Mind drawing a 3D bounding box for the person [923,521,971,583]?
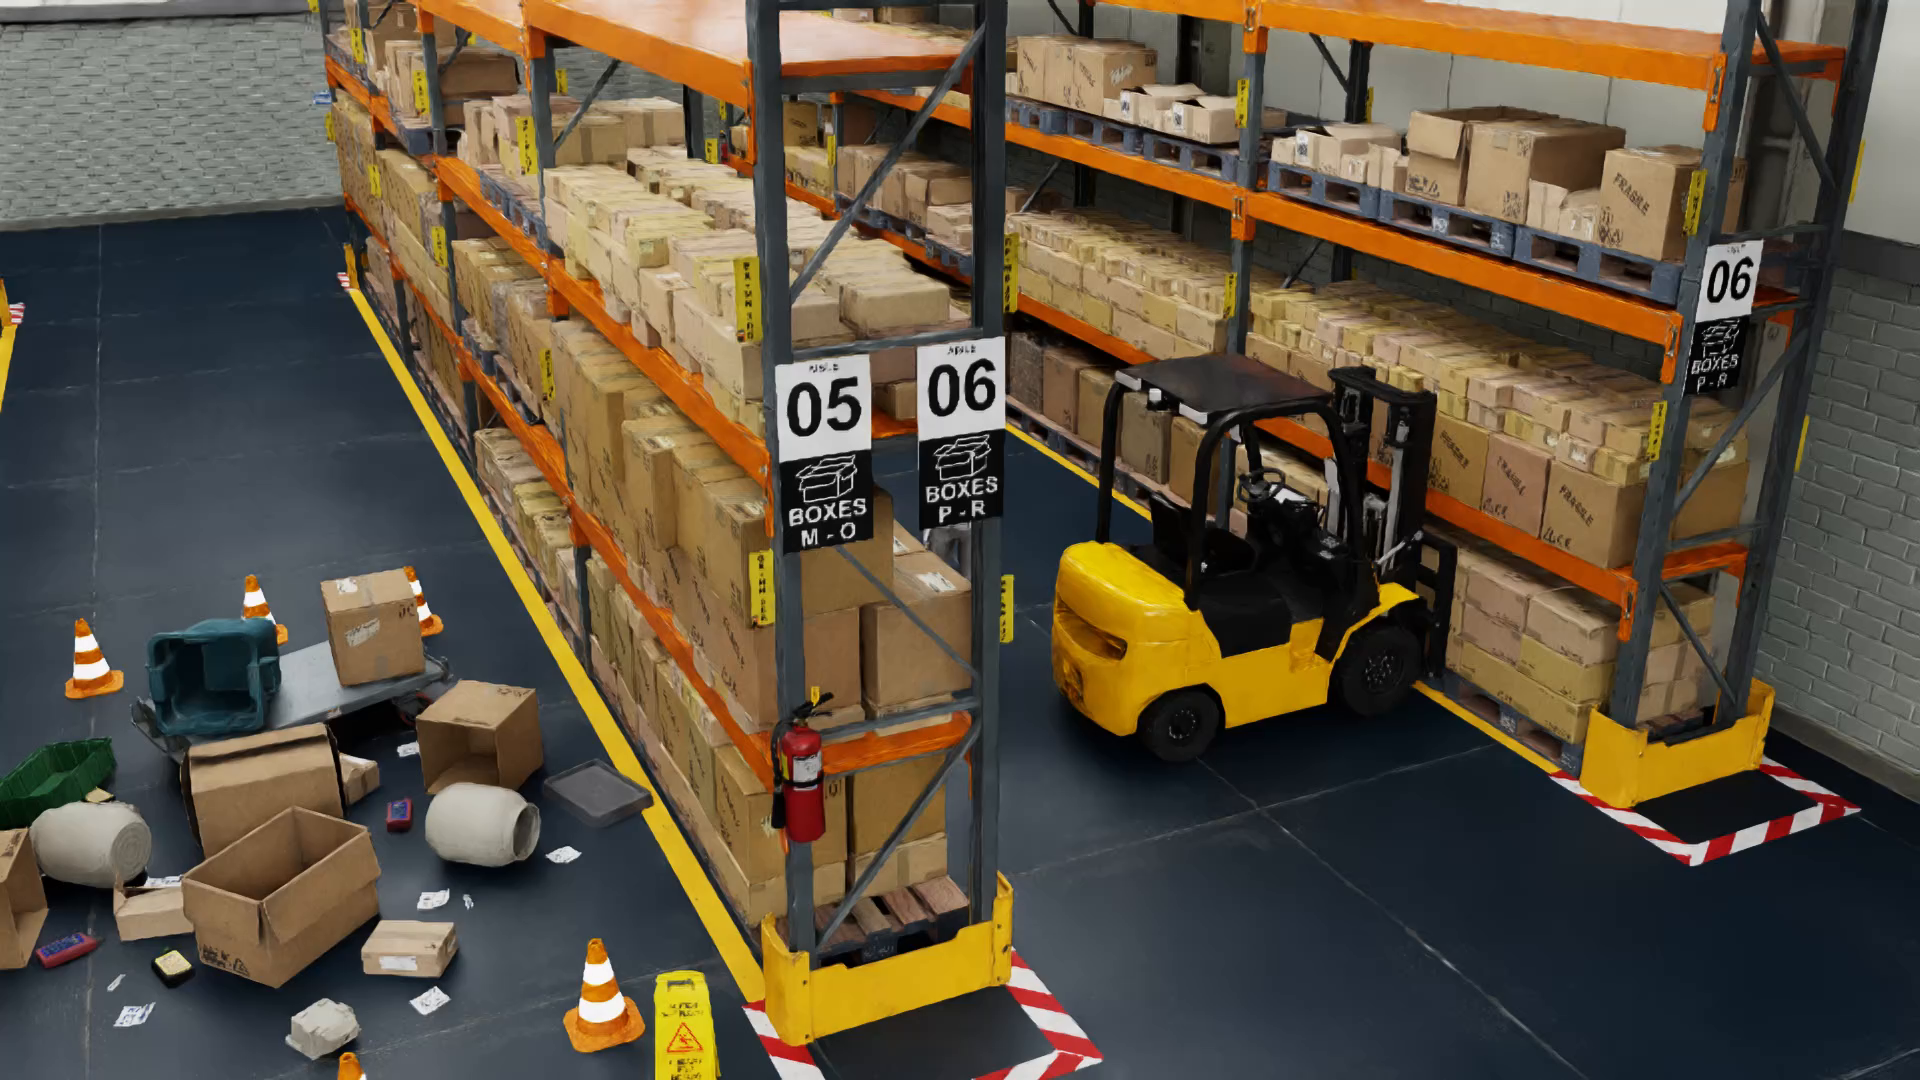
[{"bbox_3d":[-0.041,-0.053,11.074,0.484,1.693,0.526,6,23,15],"label":"person"}]
